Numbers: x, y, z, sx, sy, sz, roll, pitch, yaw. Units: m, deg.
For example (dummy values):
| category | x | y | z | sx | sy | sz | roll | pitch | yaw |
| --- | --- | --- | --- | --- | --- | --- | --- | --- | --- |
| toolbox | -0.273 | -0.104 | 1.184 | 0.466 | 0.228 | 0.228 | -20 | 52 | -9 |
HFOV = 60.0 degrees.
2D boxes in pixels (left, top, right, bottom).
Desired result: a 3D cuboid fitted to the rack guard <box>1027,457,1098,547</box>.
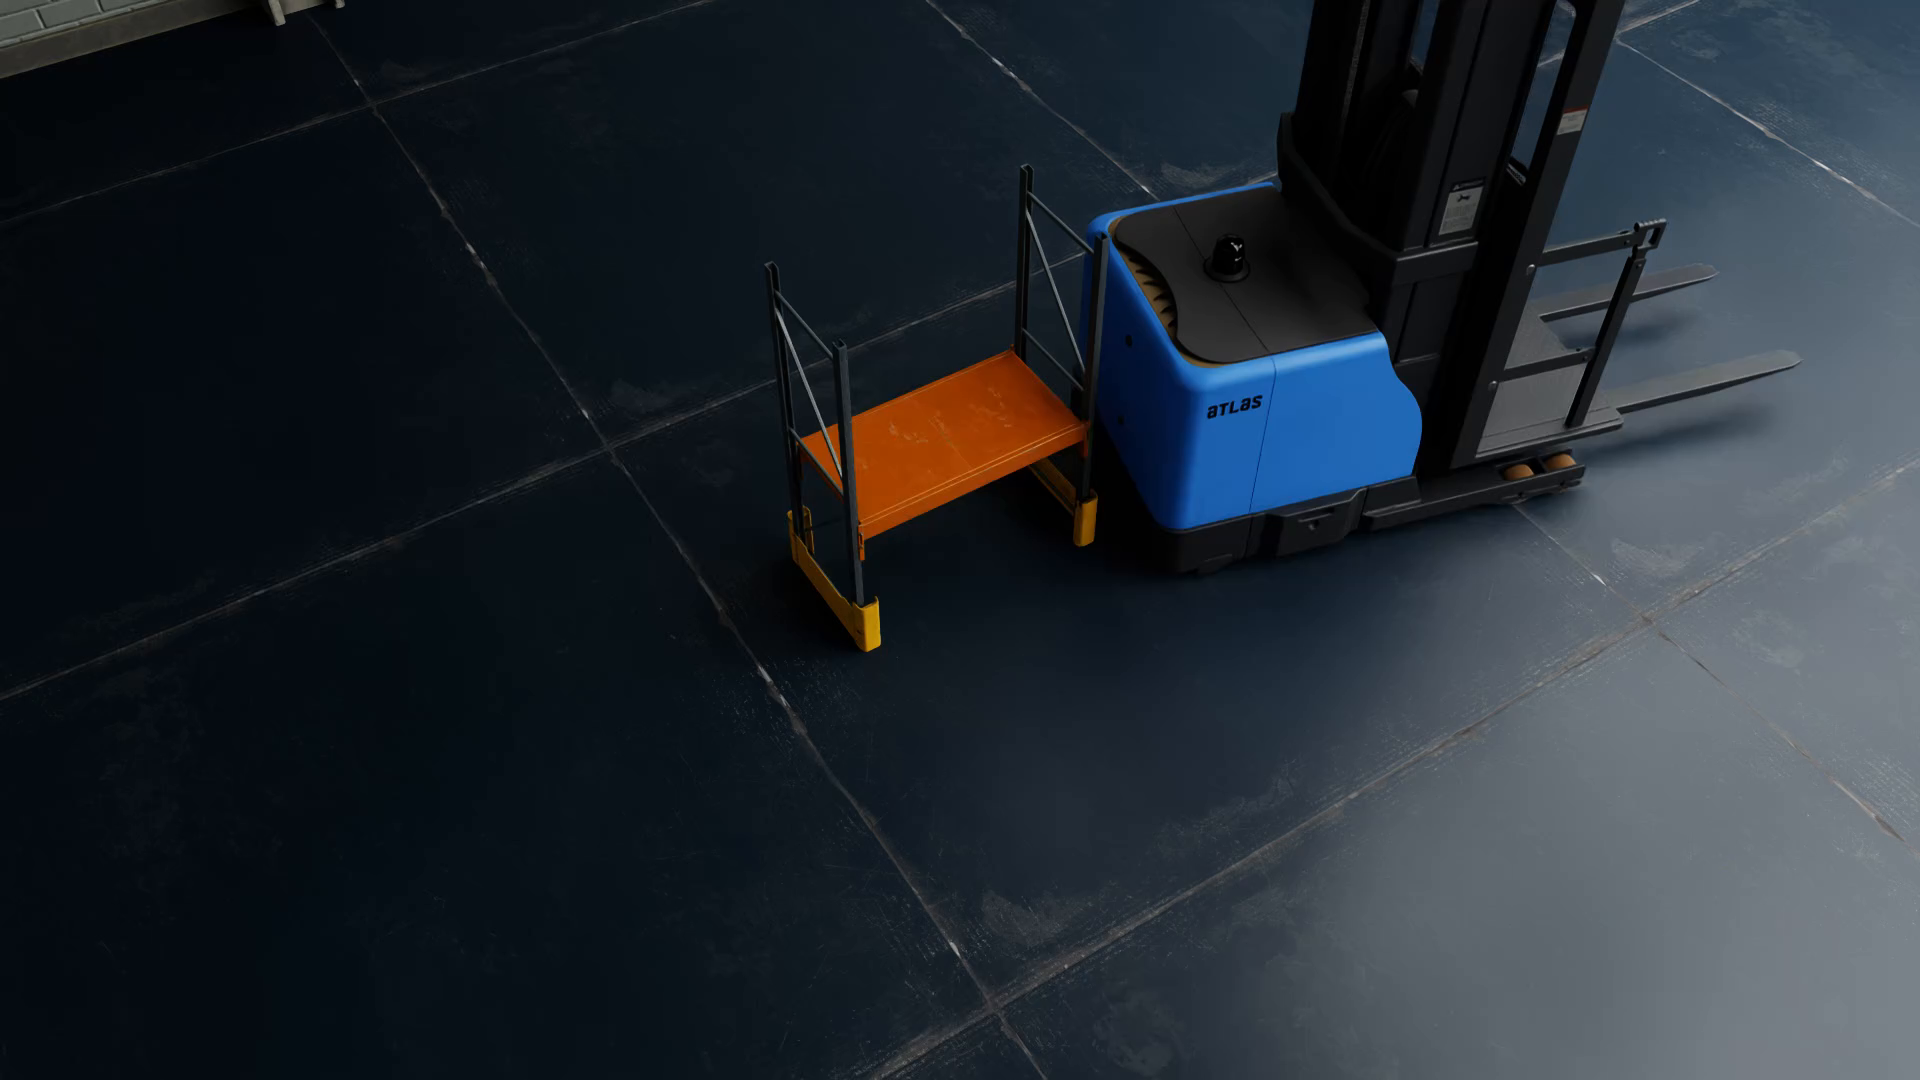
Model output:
| category | x | y | z | sx | sy | sz | roll | pitch | yaw |
| --- | --- | --- | --- | --- | --- | --- | --- | --- | --- |
| rack guard | 0.357 | -0.251 | 6.752 | 0.087 | 0.250 | 0.587 | -25 | 53 | -21 |

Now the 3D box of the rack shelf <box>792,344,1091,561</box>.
| category | x | y | z | sx | sy | sz | roll | pitch | yaw |
| --- | --- | --- | --- | --- | --- | --- | --- | --- | --- |
| rack shelf | -0.072 | -0.345 | 6.239 | 1.000 | 0.185 | 0.538 | -25 | 53 | -21 |

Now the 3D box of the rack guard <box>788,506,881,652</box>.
| category | x | y | z | sx | sy | sz | roll | pitch | yaw |
| --- | --- | --- | --- | --- | --- | --- | --- | --- | --- |
| rack guard | -0.486 | 0.146 | 6.398 | 0.087 | 0.250 | 0.587 | -25 | 53 | -21 |

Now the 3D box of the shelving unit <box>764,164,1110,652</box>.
| category | x | y | z | sx | sy | sz | roll | pitch | yaw |
| --- | --- | --- | --- | --- | --- | --- | --- | --- | --- |
| shelving unit | -0.064 | -0.468 | 6.108 | 1.083 | 1.500 | 0.587 | -25 | 53 | -21 |

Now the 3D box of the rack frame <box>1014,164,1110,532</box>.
| category | x | y | z | sx | sy | sz | roll | pitch | yaw |
| --- | --- | --- | --- | --- | --- | --- | --- | --- | --- |
| rack frame | 0.358 | -0.667 | 6.285 | 0.032 | 1.500 | 0.500 | -25 | 53 | -21 |

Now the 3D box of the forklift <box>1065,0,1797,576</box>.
| category | x | y | z | sx | sy | sz | roll | pitch | yaw |
| --- | --- | --- | --- | --- | --- | --- | --- | --- | --- |
| forklift | 2.019 | -1.482 | 6.053 | 3.031 | 2.935 | 1.130 | -13 | 50 | -12 |

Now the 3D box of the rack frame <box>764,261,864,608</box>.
| category | x | y | z | sx | sy | sz | roll | pitch | yaw |
| --- | --- | --- | --- | --- | --- | --- | --- | --- | --- |
| rack frame | -0.502 | -0.262 | 5.925 | 0.032 | 1.500 | 0.500 | -25 | 53 | -21 |
